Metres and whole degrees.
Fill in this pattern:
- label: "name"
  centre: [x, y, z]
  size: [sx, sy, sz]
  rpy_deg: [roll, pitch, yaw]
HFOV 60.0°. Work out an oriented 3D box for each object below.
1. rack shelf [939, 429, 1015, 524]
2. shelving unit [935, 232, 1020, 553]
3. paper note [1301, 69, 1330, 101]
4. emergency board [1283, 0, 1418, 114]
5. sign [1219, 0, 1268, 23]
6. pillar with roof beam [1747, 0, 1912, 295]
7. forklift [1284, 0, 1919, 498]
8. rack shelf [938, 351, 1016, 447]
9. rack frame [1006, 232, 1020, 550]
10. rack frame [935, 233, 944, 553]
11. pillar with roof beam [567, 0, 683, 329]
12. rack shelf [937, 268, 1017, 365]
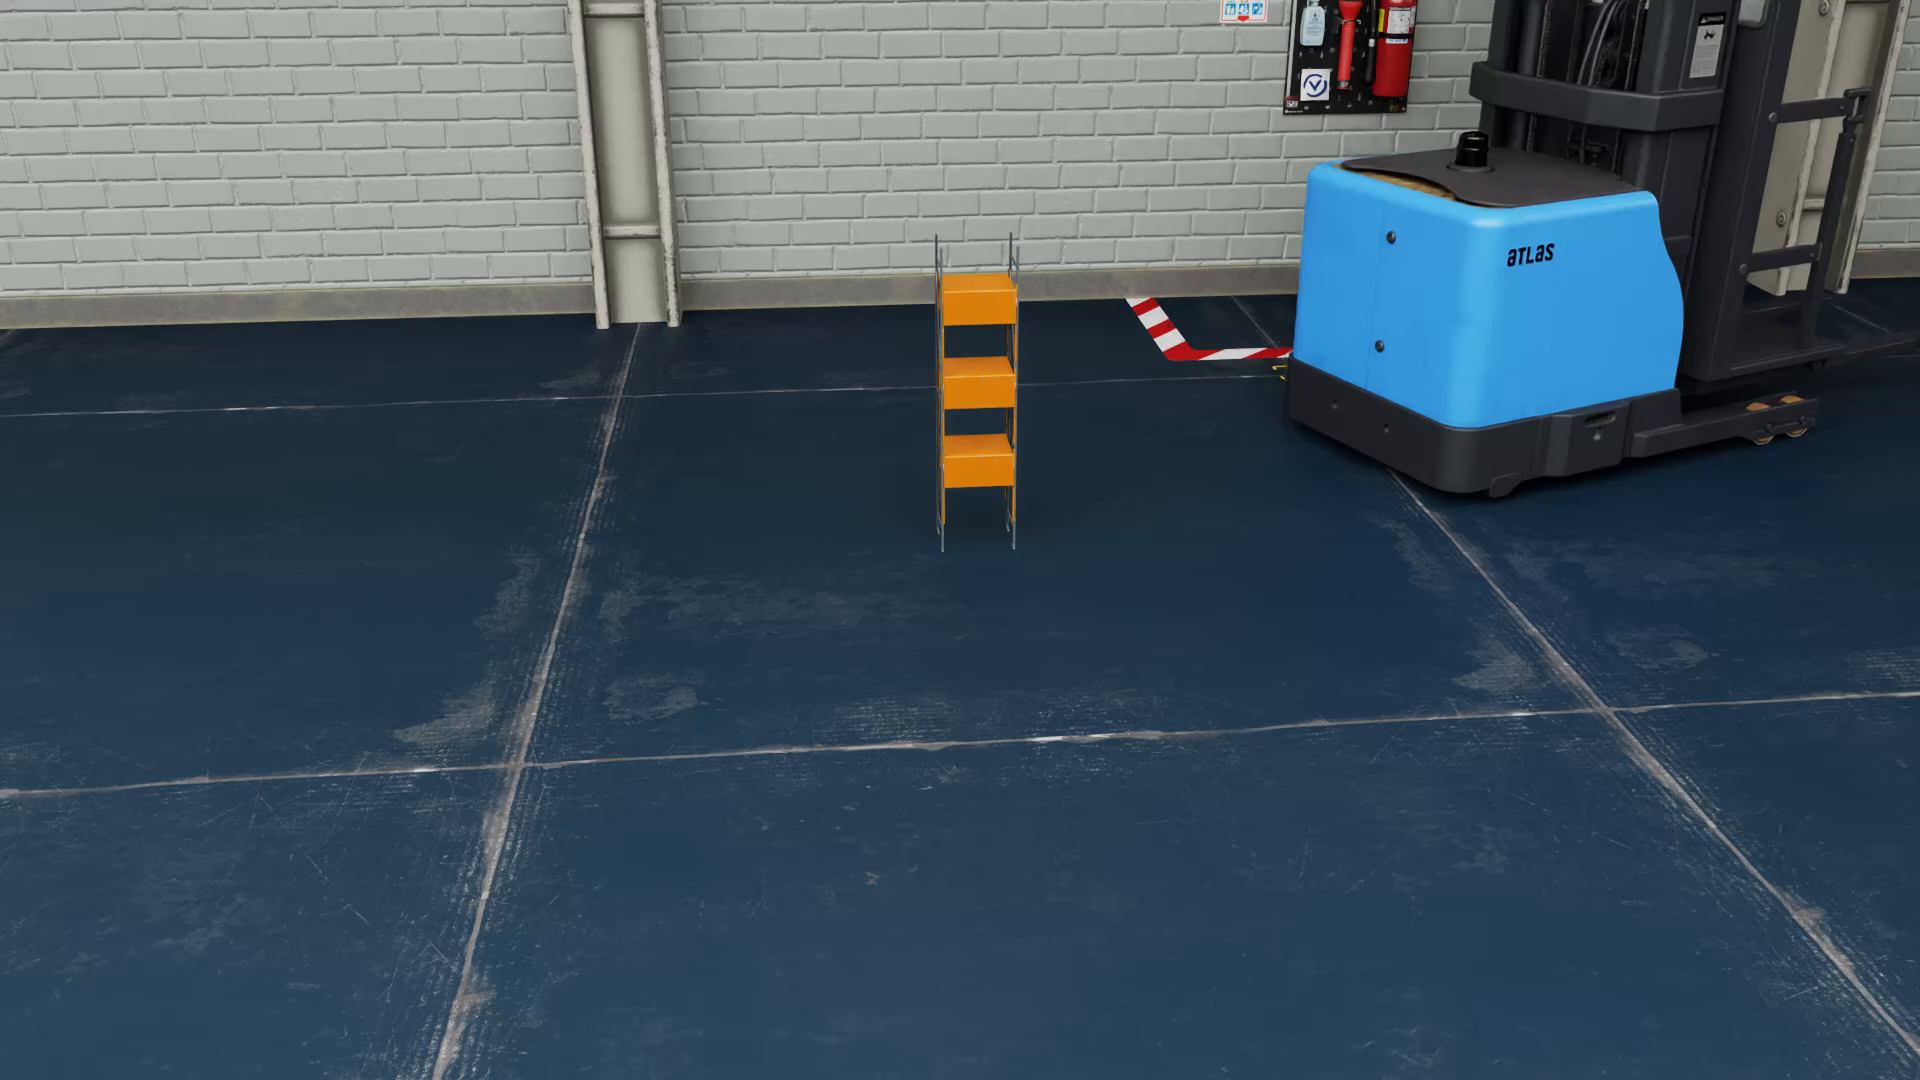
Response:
- label: "rack shelf"
  centre: [0.053, -0.218, 5.659]
  size: [0.240, 0.259, 0.215]
  rpy_deg: [-2, 24, -5]
- label: "shelving unit"
  centre: [0.053, -0.482, 5.542]
  size: [0.252, 1.050, 0.215]
  rpy_deg: [-2, 24, -5]
- label: "paper note"
  centre: [1.749, -2.240, 8.180]
  size: [0.142, 0.148, 0.016]
  rpy_deg: [-2, 24, -5]
- label: "emergency board"
  centre: [1.932, -2.621, 7.954]
  size: [0.643, 1.169, 0.194]
  rpy_deg: [-2, 24, -5]
- label: "sign"
  centre: [1.371, -2.657, 7.991]
  size: [0.234, 0.329, 0.001]
  rpy_deg: [-2, 24, -5]
- label: "pillar with roof beam"
  centre: [4.818, -3.706, 3.008]
  size: [0.400, 9.000, 9.100]
  rpy_deg: [-2, 24, -5]
- label: "forklift"
  centre: [2.863, -1.894, 6.403]
  size: [3.031, 2.935, 1.130]
  rpy_deg: [-12, 27, -24]
- label: "rack shelf"
  centre: [0.053, -0.472, 5.546]
  size: [0.240, 0.259, 0.215]
  rpy_deg: [-2, 24, -5]
- label: "rack frame"
  centre: [0.175, -0.487, 5.553]
  size: [0.008, 1.050, 0.200]
  rpy_deg: [-2, 24, -5]
- label: "rack frame"
  centre: [-0.068, -0.477, 5.531]
  size: [0.008, 1.050, 0.200]
  rpy_deg: [-2, 24, -5]
- label: "pillar with roof beam"
  centre: [-1.153, -3.466, 2.469]
  size: [0.400, 9.000, 9.100]
  rpy_deg: [-2, 24, -5]
- label: "rack shelf"
  centre: [0.053, -0.732, 5.431]
  size: [0.240, 0.259, 0.215]
  rpy_deg: [-2, 24, -5]
